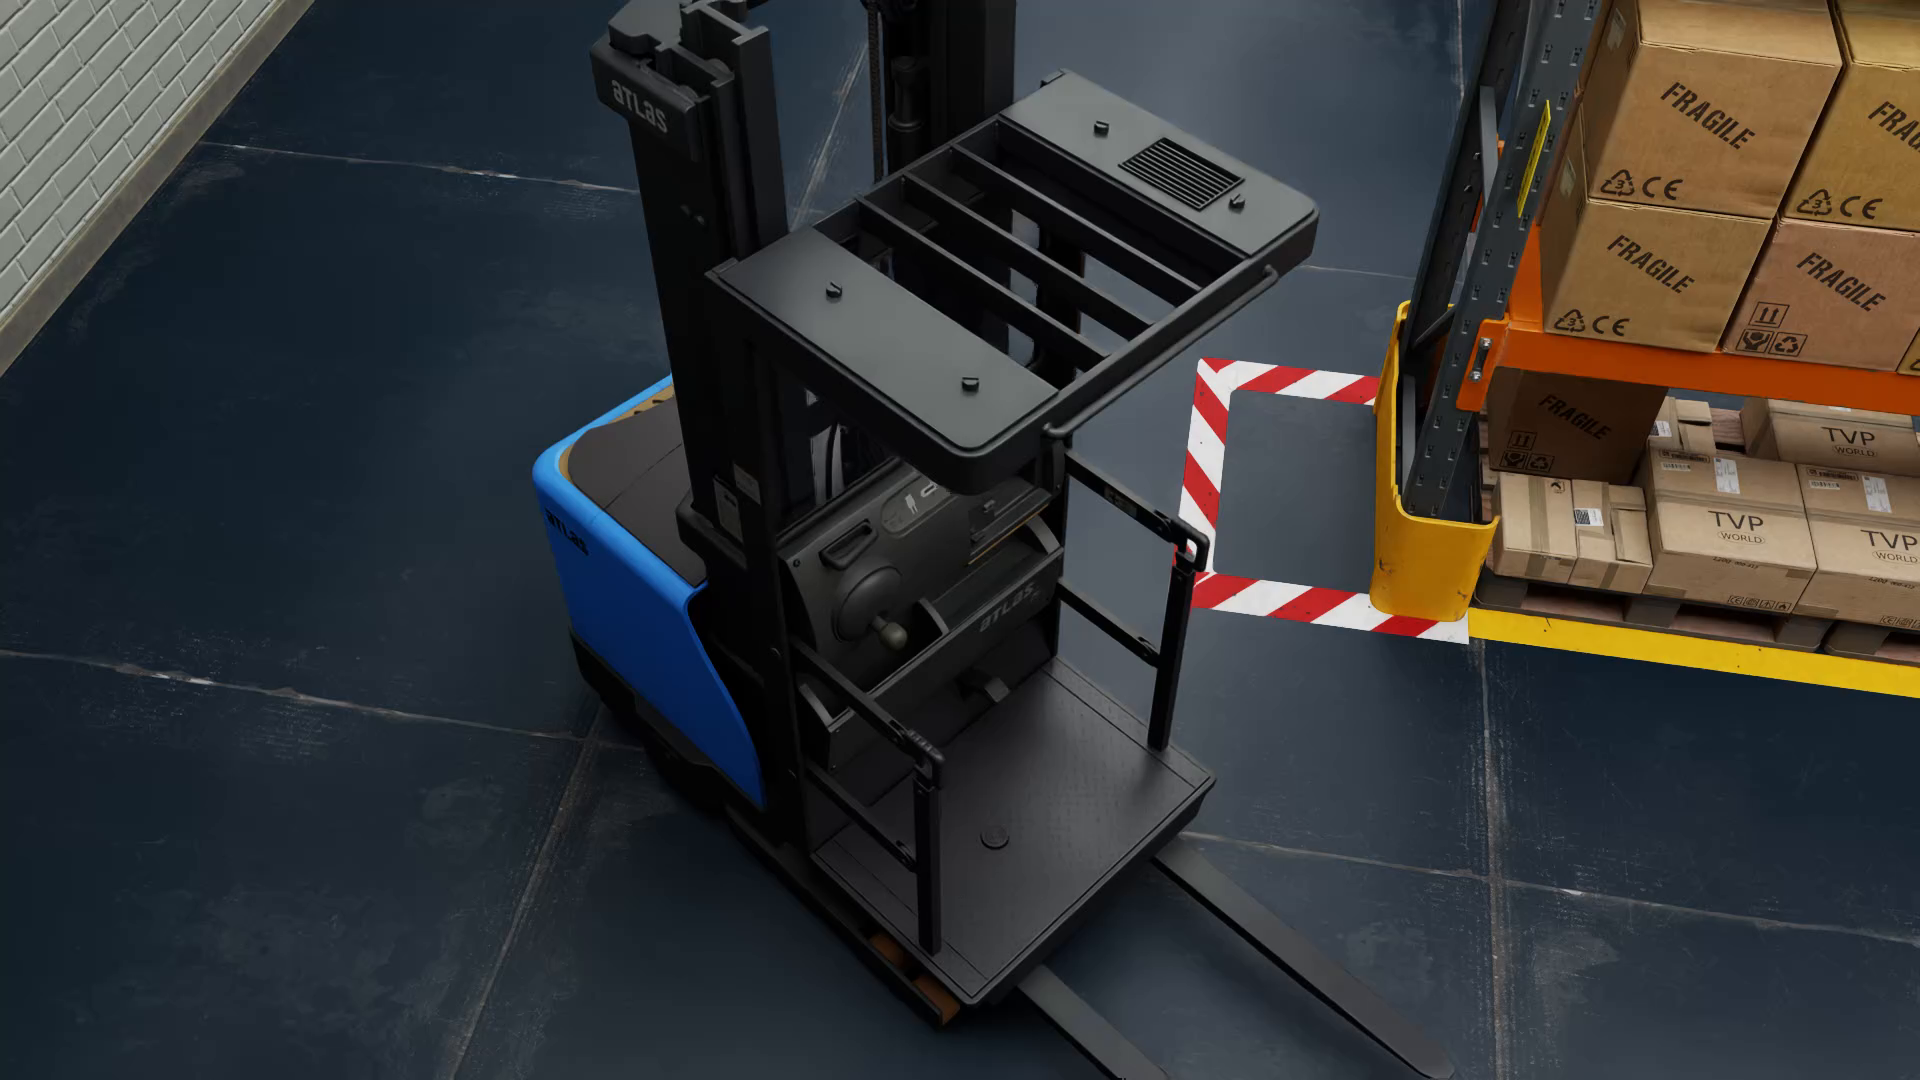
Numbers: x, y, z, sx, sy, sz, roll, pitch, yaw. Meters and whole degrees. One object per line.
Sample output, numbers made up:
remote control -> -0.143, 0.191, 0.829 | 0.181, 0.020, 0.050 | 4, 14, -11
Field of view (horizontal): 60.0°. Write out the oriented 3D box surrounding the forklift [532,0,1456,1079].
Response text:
forklift -> 0.078, 0.020, 4.262 | 1.130, 2.935, 3.031 | -37, 58, -28

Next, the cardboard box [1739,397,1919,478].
cardboard box -> 3.189, -0.348, 6.099 | 0.500, 0.250, 0.500 | 8, 49, 7

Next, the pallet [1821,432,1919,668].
pallet -> 3.737, 0.051, 6.063 | 1.213, 0.211, 1.003 | 8, 49, 7

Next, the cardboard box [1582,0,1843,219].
cardboard box -> 2.070, -1.275, 4.640 | 0.500, 0.500, 0.500 | 9, 49, 8

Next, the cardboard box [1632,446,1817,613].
cardboard box -> 2.657, -0.042, 5.824 | 0.500, 0.250, 0.500 | 8, 49, 7

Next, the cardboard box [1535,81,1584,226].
cardboard box -> 2.170, -1.333, 5.364 | 0.500, 0.500, 0.500 | 9, 49, 8

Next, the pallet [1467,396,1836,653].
pallet -> 2.540, -0.112, 6.209 | 1.213, 0.211, 1.003 | 8, 49, 7

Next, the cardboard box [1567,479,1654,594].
cardboard box -> 2.278, -0.019, 5.860 | 0.250, 0.166, 0.380 | 8, 49, 7

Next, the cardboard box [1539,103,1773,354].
cardboard box -> 2.070, -0.941, 5.012 | 0.500, 0.500, 0.500 | 9, 49, 8

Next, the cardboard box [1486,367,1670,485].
cardboard box -> 2.260, -0.579, 6.139 | 0.500, 0.500, 0.500 | 8, 49, 7

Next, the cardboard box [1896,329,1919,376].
cardboard box -> 3.072, -0.808, 4.892 | 0.500, 0.500, 0.500 | 8, 49, 7

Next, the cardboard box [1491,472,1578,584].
cardboard box -> 2.032, -0.047, 5.896 | 0.250, 0.149, 0.380 | 8, 49, 7

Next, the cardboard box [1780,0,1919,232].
cardboard box -> 2.586, -1.212, 4.583 | 0.500, 0.500, 0.500 | 8, 49, 7

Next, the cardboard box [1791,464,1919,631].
cardboard box -> 3.149, 0.024, 5.764 | 0.500, 0.250, 0.500 | 8, 49, 7

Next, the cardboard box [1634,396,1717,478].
cardboard box -> 2.642, -0.348, 6.155 | 0.250, 0.166, 0.380 | 8, 49, 7

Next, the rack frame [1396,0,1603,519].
rack frame -> 1.681, -1.159, 5.275 | 0.127, 3.000, 1.000 | 8, 49, 7

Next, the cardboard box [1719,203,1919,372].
cardboard box -> 2.579, -0.877, 4.954 | 0.500, 0.500, 0.500 | 7, 48, 6

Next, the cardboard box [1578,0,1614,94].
cardboard box -> 2.168, -1.669, 4.994 | 0.500, 0.500, 0.500 | 7, 48, 6

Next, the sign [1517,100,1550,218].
sign -> 1.584, -1.052, 4.596 | 0.005, 0.325, 0.100 | 8, 49, 7

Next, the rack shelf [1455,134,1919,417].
rack shelf -> 3.649, -0.654, 5.305 | 4.000, 0.370, 1.077 | 8, 49, 7

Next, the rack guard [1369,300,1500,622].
rack guard -> 1.755, -0.314, 6.196 | 0.348, 0.500, 1.175 | 8, 49, 7
